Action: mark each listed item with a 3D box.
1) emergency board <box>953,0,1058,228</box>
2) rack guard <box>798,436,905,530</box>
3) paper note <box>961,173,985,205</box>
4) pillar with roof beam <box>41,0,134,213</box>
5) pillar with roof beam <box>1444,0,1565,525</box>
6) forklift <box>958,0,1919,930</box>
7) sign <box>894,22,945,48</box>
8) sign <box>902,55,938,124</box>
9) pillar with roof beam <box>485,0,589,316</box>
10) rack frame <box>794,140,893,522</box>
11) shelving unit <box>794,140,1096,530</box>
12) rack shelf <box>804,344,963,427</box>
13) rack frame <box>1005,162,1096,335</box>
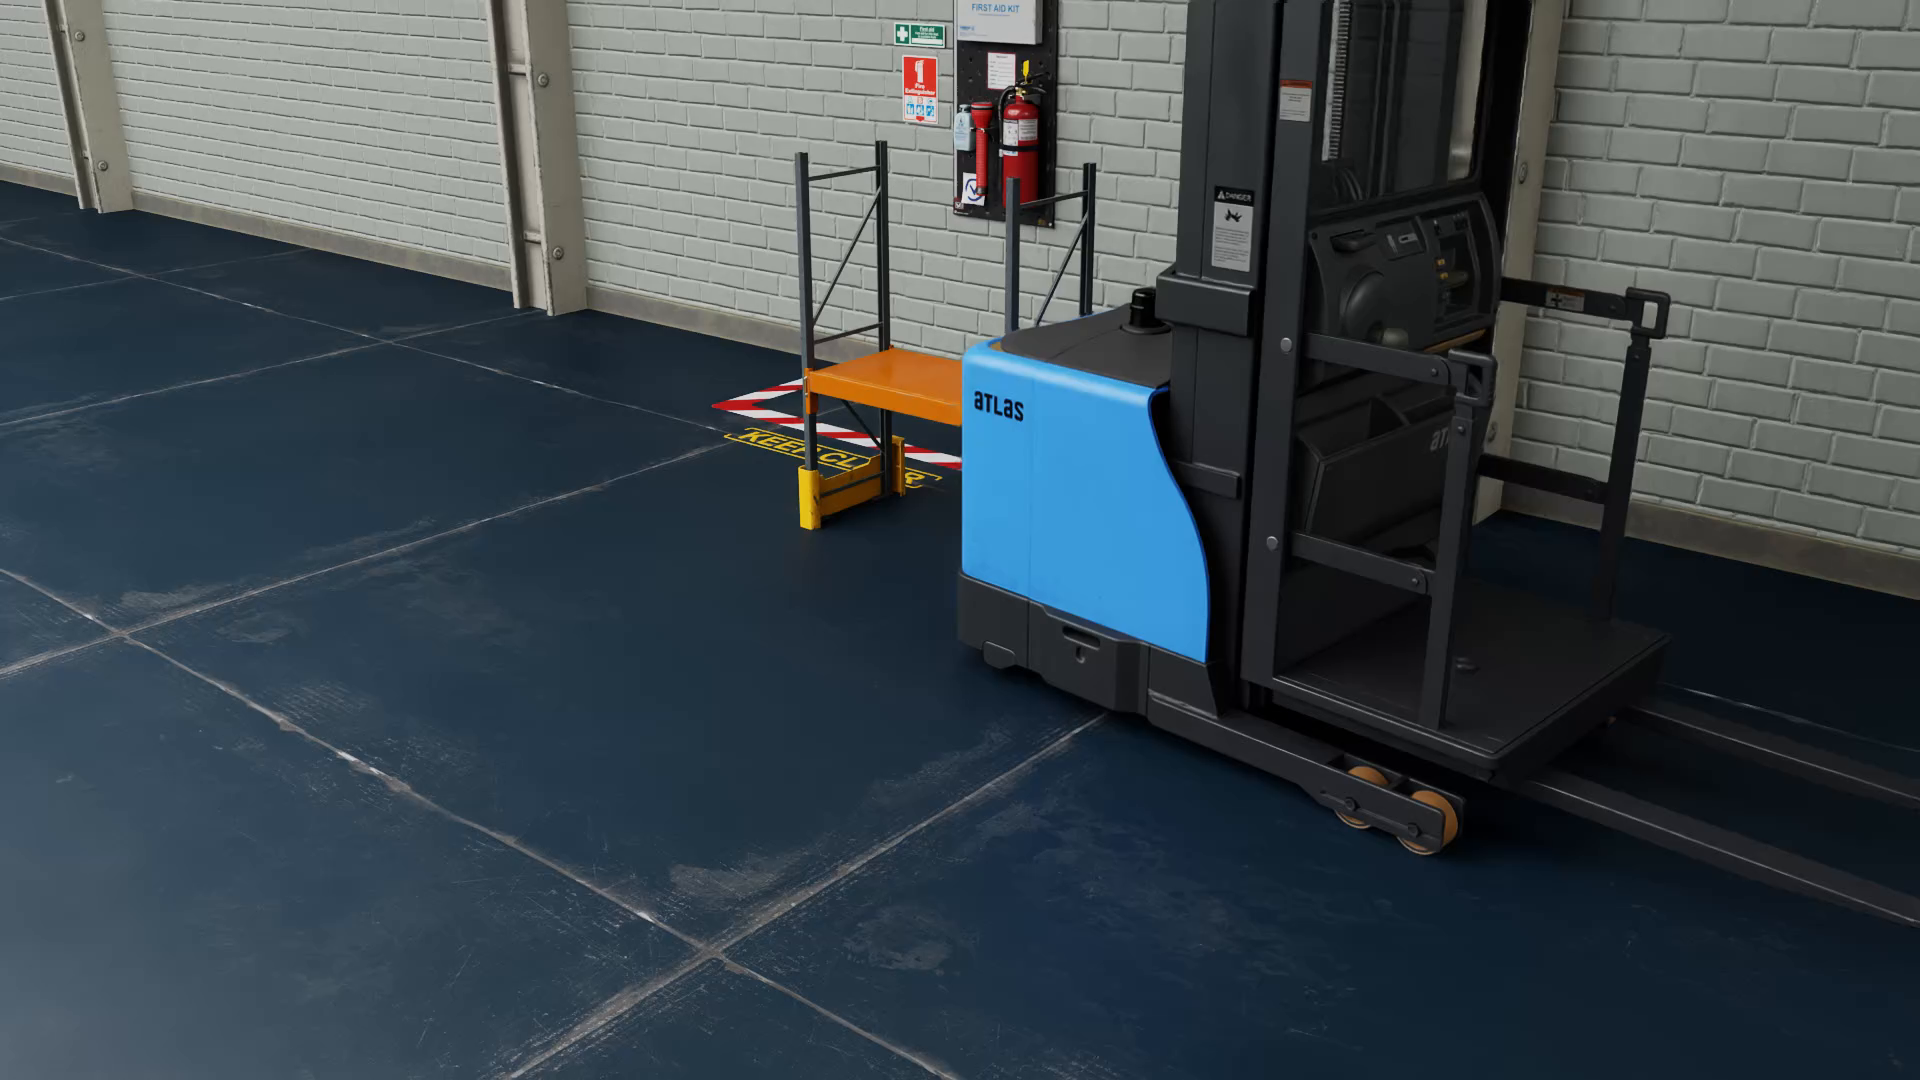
[{"bbox_3d":[0.161,-2.110,8.013,0.643,1.169,0.194,16,26,36],"label":"emergency board"},{"bbox_3d":[-0.445,-0.245,6.964,0.087,0.250,0.587,16,26,36],"label":"rack guard"},{"bbox_3d":[0.067,-1.756,8.323,0.142,0.148,0.016,16,26,36],"label":"paper note"},{"bbox_3d":[-9.968,-5.856,9.443,0.400,9.000,9.100,16,26,36],"label":"pillar with roof beam"},{"bbox_3d":[-0.671,-3.179,2.344,0.400,9.000,9.100,16,26,36],"label":"pillar with roof beam"},{"bbox_3d":[1.394,-0.738,4.471,3.031,2.935,1.130,19,28,41],"label":"forklift"},{"bbox_3d":[-0.205,-2.523,8.306,0.331,0.109,0.001,16,26,36],"label":"sign"},{"bbox_3d":[-0.203,-2.278,8.408,0.234,0.329,0.001,16,26,36],"label":"sign"},{"bbox_3d":[-5.319,-4.517,5.894,0.400,9.000,9.100,16,26,36],"label":"pillar with roof beam"},{"bbox_3d":[-0.460,-0.834,6.755,0.032,1.500,0.500,16,26,36],"label":"rack frame"},{"bbox_3d":[-0.059,-0.719,6.449,1.083,1.500,0.587,16,26,36],"label":"shelving unit"},{"bbox_3d":[-0.066,-0.552,6.517,1.000,0.185,0.538,16,26,36],"label":"rack shelf"},{"bbox_3d":[0.328,-0.607,6.153,0.032,1.500,0.500,16,26,36],"label":"rack frame"}]
